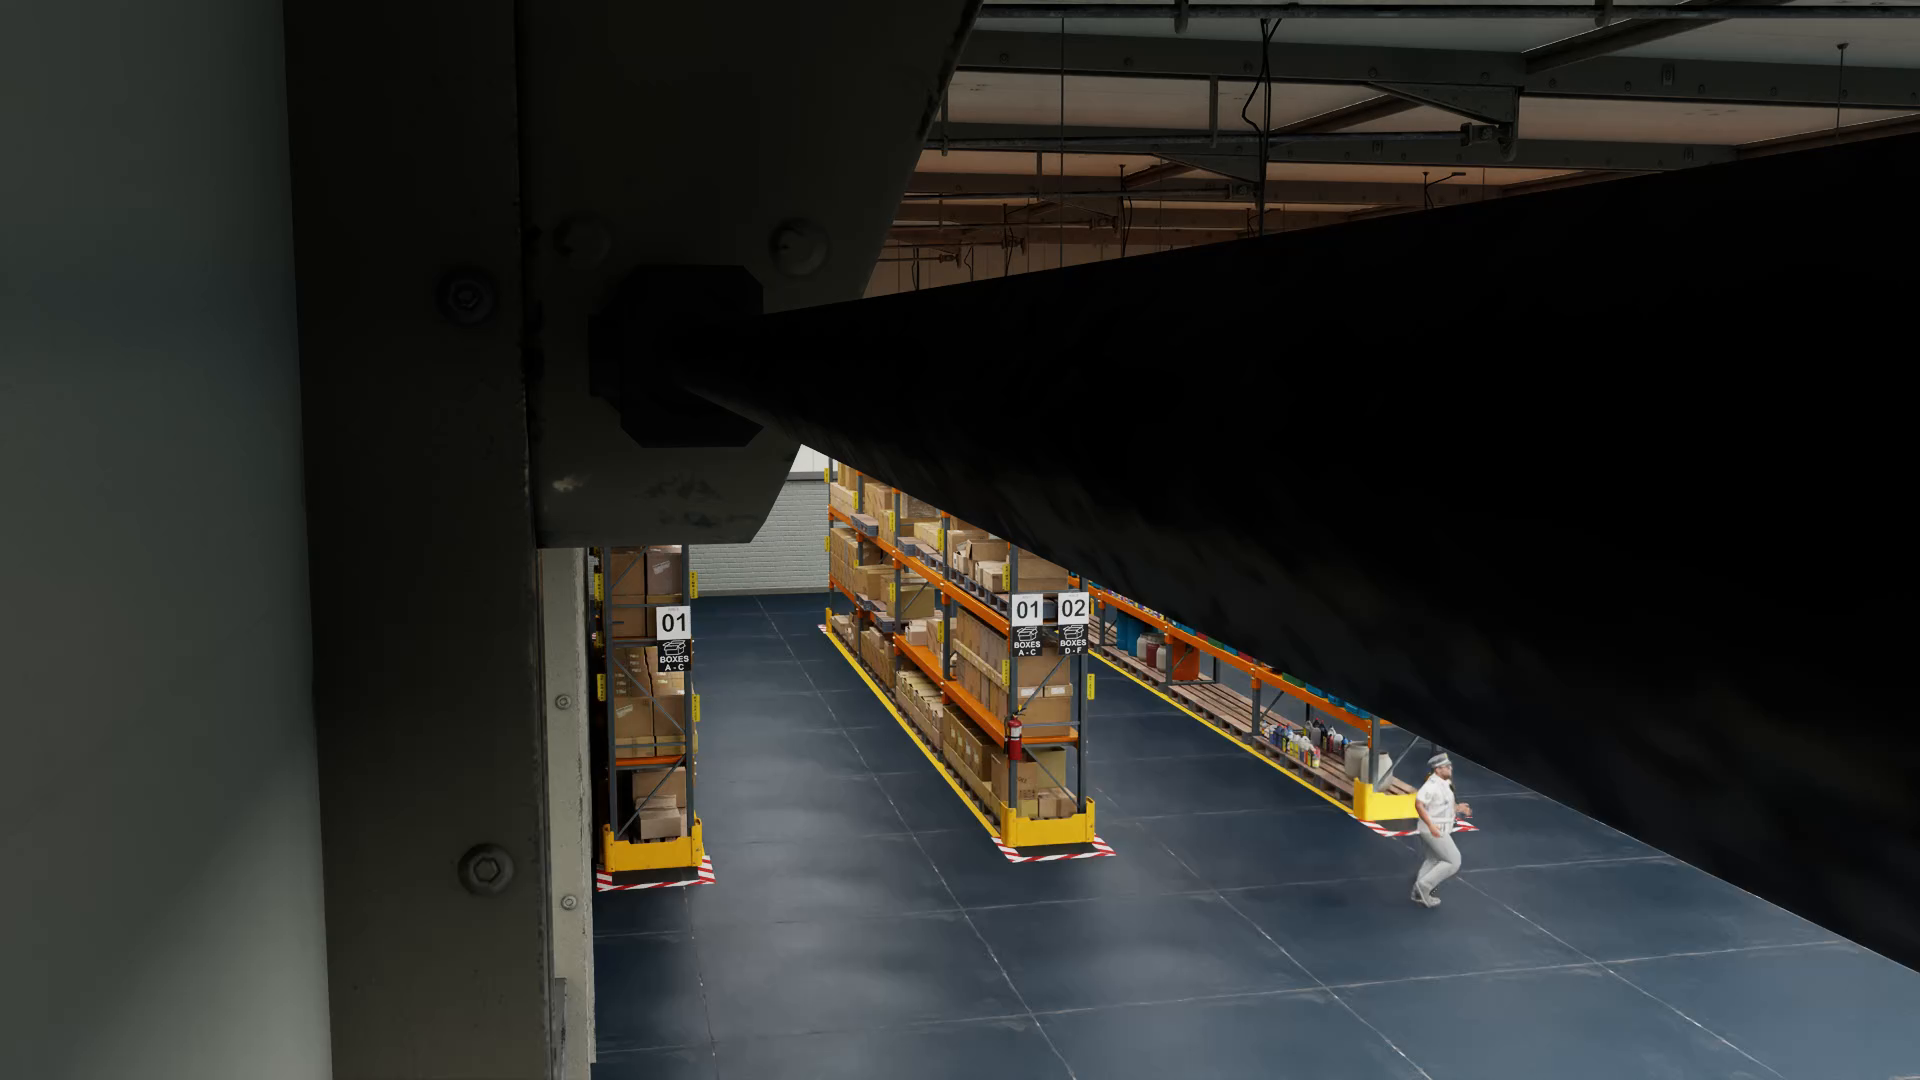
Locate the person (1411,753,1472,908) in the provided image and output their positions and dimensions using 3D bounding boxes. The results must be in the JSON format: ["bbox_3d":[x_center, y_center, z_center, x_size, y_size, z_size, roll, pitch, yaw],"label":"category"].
[{"bbox_3d":[5.419,3.246,18.694,0.632,1.760,0.639,2,7,17],"label":"person"}]
